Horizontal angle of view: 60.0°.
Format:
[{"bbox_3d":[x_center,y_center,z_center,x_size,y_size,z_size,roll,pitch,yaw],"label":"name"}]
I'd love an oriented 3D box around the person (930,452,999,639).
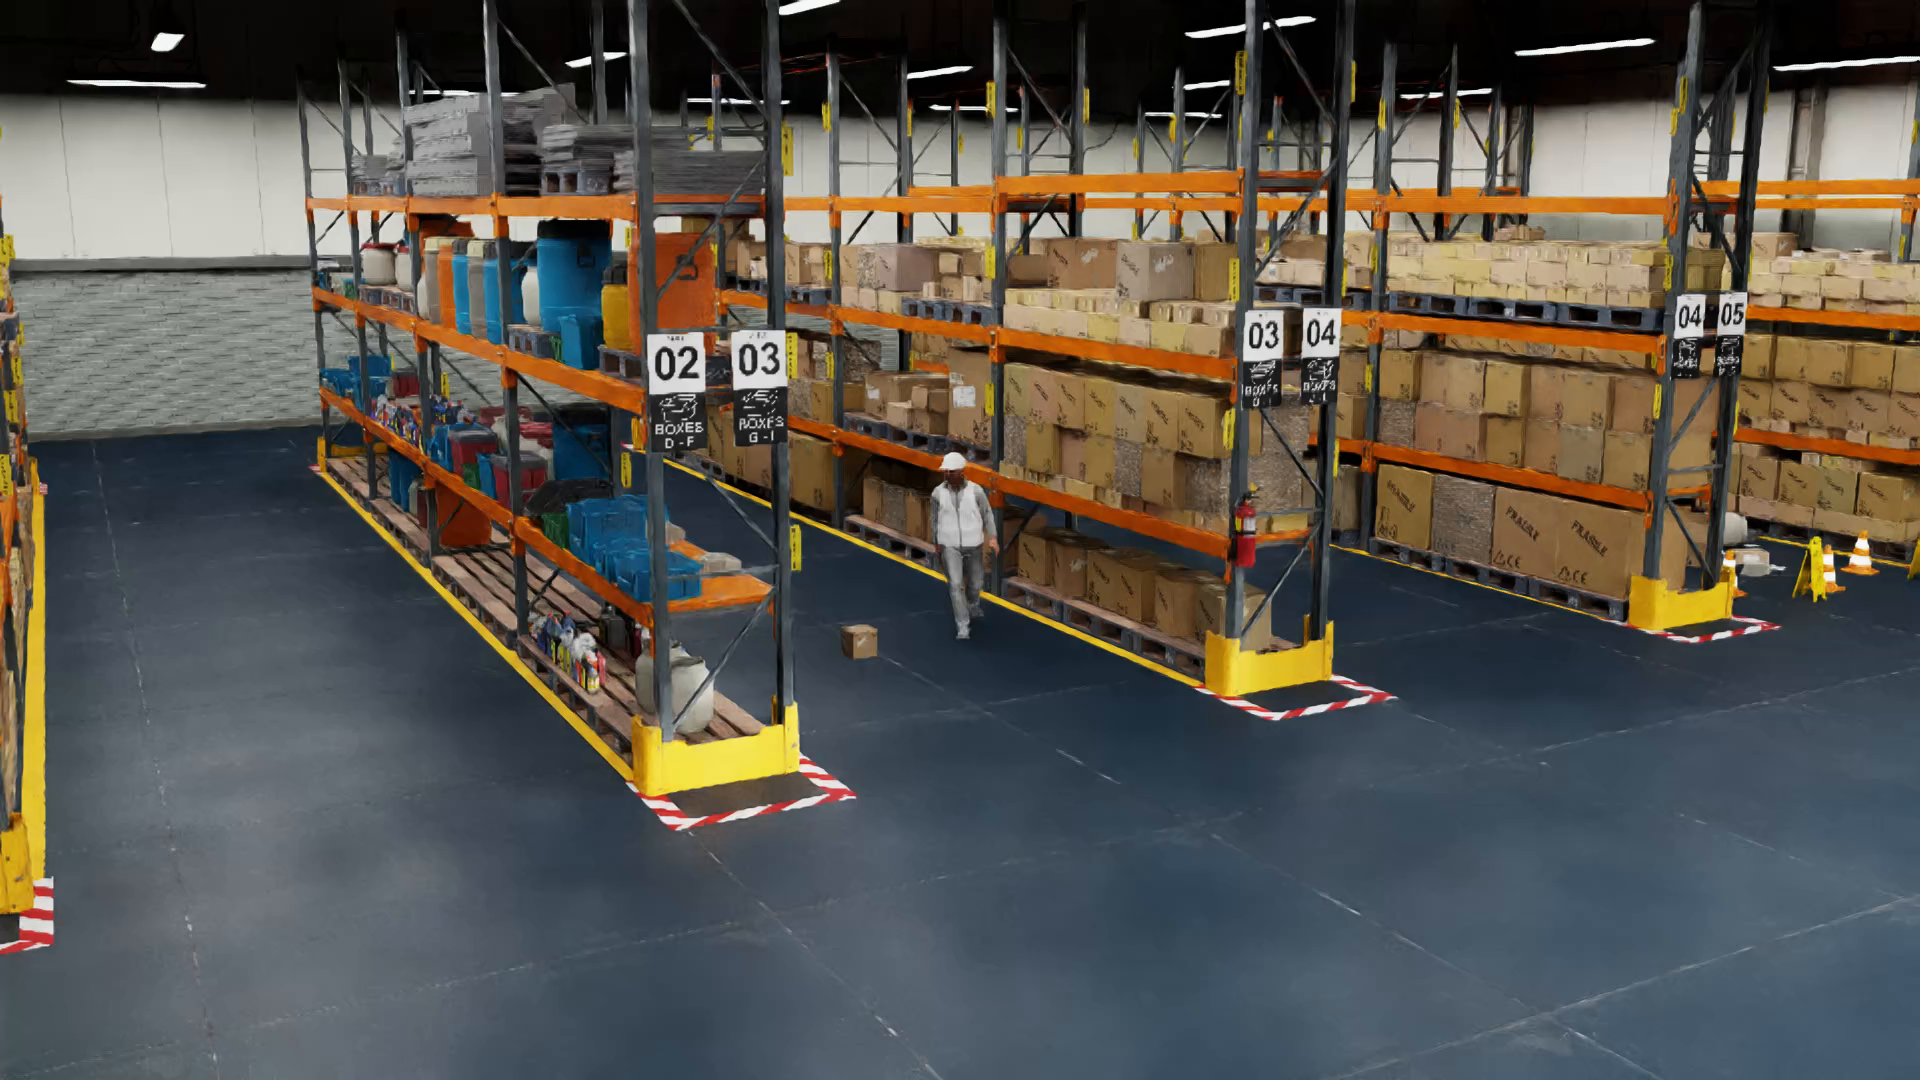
[{"bbox_3d":[0.041,0.022,15.810,0.640,1.746,0.976,0,12,-2],"label":"person"}]
